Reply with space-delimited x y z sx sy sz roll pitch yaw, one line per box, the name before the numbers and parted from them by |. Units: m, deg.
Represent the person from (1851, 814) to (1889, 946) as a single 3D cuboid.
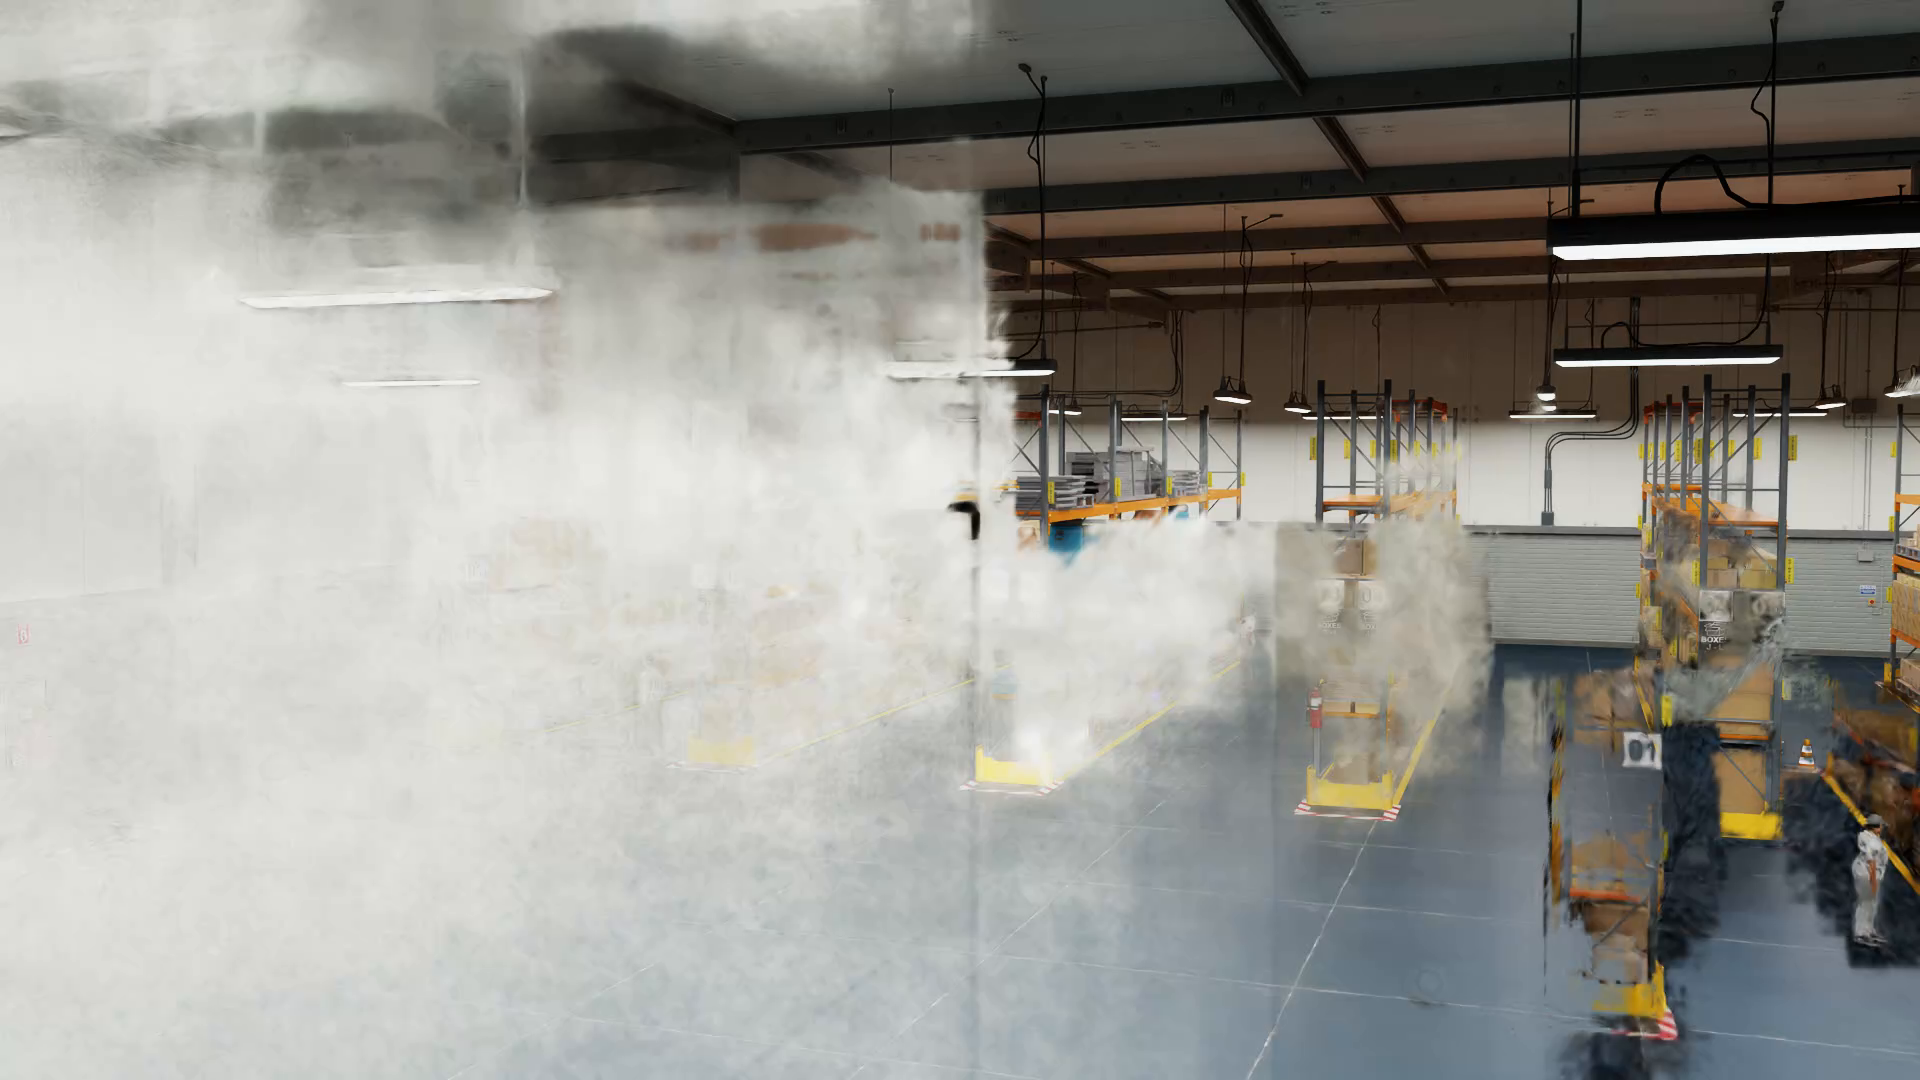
person | -4.105 2.519 31.065 0.447 1.681 0.498 1 3 22
